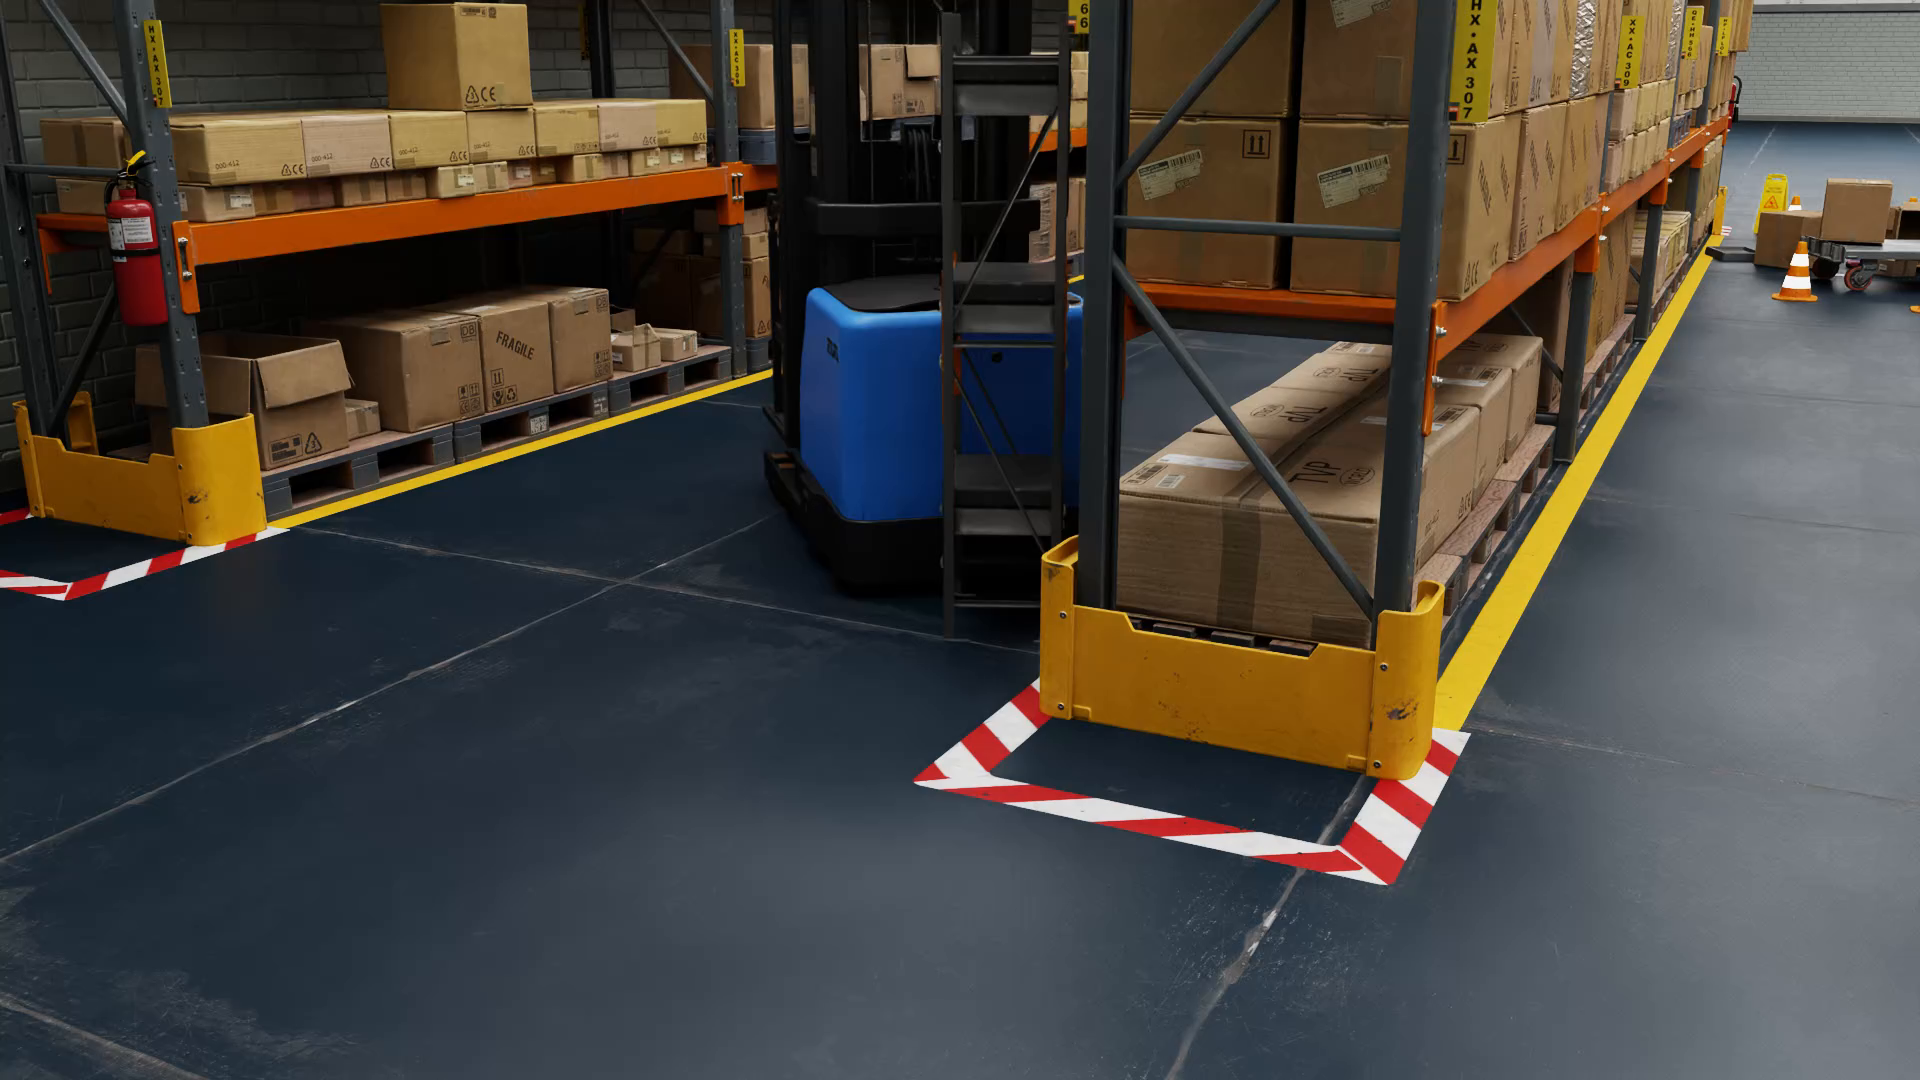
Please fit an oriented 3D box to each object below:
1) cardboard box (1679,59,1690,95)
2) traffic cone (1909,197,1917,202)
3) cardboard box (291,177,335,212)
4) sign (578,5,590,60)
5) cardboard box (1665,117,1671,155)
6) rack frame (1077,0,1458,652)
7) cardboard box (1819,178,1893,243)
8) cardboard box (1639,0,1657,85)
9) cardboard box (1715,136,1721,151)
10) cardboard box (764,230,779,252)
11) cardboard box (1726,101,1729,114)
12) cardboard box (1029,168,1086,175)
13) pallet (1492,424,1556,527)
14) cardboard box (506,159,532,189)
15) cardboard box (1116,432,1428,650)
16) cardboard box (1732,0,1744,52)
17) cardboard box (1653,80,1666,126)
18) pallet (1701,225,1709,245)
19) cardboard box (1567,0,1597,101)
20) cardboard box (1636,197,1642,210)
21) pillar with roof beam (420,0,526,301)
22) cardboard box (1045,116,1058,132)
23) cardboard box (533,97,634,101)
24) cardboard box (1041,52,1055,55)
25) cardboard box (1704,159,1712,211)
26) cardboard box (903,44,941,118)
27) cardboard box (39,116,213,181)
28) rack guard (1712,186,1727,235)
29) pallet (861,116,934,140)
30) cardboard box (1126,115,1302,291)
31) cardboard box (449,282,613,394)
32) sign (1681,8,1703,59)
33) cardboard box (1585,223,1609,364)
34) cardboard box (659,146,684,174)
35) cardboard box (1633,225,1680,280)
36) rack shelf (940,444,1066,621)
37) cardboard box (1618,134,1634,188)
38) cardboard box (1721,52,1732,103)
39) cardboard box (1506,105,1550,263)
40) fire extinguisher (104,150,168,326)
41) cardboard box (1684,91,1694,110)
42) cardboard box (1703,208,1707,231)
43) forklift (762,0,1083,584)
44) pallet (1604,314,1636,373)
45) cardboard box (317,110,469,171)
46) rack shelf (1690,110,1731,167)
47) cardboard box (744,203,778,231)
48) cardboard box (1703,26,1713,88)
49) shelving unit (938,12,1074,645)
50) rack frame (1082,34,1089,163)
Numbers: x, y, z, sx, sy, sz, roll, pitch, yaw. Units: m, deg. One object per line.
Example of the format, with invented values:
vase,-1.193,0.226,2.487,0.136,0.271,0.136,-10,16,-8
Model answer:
cardboard box,5.047,-3.520,12.173,0.500,0.500,0.500,9,19,28
traffic cone,10.094,-3.403,17.669,0.336,0.463,0.334,8,18,25
cardboard box,-3.054,-1.573,7.493,0.380,0.149,0.250,8,18,25
sign,-2.316,-3.146,10.315,0.100,0.325,0.005,8,18,25
cardboard box,4.418,-2.676,11.029,0.500,0.250,0.500,7,18,23
rack frame,0.837,-0.872,4.691,1.000,3.000,0.127,8,18,25
cardboard box,7.805,-2.874,14.494,0.500,0.500,0.500,8,18,25
cardboard box,3.507,-2.754,9.097,0.500,0.500,0.500,8,18,24
cardboard box,7.643,-4.098,17.189,0.380,0.149,0.250,8,19,26
cardboard box,-1.365,-1.973,10.913,0.380,0.149,0.250,8,18,24
cardboard box,7.997,-4.626,17.772,0.380,0.149,0.250,8,18,25
cardboard box,1.180,-3.291,16.269,0.875,0.625,0.625,8,18,25
pallet,2.215,-0.370,7.900,1.003,0.211,1.213,8,18,25
cardboard box,-2.440,-1.897,8.583,0.380,0.149,0.250,8,18,25
cardboard box,1.043,-0.026,5.605,0.875,0.438,0.875,7,18,24
cardboard box,7.086,-4.935,15.916,0.700,0.500,0.500,8,18,24
cardboard box,3.987,-2.658,10.089,0.500,0.250,0.500,8,18,24
pallet,7.558,-3.389,18.063,1.003,0.211,1.213,8,18,25
cardboard box,2.208,-2.004,6.570,0.500,0.500,0.500,8,18,26
cardboard box,6.224,-3.356,15.830,0.500,0.500,0.500,8,18,25
pillar with roof beam,0.916,-4.787,7.336,9.100,9.000,0.400,8,18,25
cardboard box,0.616,-3.678,14.402,0.500,0.250,0.500,8,18,24
cardboard box,-2.280,-2.500,9.915,0.500,0.250,0.500,8,18,25
cardboard box,0.586,-4.080,14.177,0.380,0.149,0.250,9,19,27
cardboard box,6.933,-3.425,16.062,0.500,0.500,0.500,9,19,28
cardboard box,-0.594,-3.352,12.122,0.797,0.503,0.637,8,18,24
cardboard box,-3.637,-1.724,7.302,0.500,0.250,0.500,9,19,27
rack guard,7.953,-3.730,18.704,1.175,0.500,0.348,8,18,25
pallet,-0.895,-2.952,12.033,1.003,0.211,1.213,8,18,25
cardboard box,0.816,-1.076,5.204,0.500,0.500,0.500,8,18,26
cardboard box,-2.366,-1.126,9.201,0.700,0.500,0.500,7,18,23
sign,4.910,-3.395,11.152,0.100,0.325,0.005,8,18,25
cardboard box,3.227,-1.473,9.709,0.875,0.875,0.875,9,19,27
cardboard box,-1.831,-2.218,9.666,0.380,0.149,0.250,9,19,27
cardboard box,5.340,-2.375,13.631,0.950,0.372,0.625,9,19,27
rack shelf,0.159,-0.032,5.939,0.431,0.518,0.480,1,17,3
cardboard box,3.287,-2.029,8.852,0.500,0.250,0.500,8,18,24
cardboard box,7.536,-4.711,16.918,0.500,0.500,0.500,8,18,25
cardboard box,1.753,-1.265,5.840,0.500,0.500,0.500,8,18,25
fire extinguisher,-3.257,-1.190,6.554,0.296,0.674,0.183,8,18,25
cardboard box,5.748,-3.585,13.530,0.380,0.149,0.250,8,18,25
cardboard box,7.168,-3.200,16.623,0.500,0.250,0.500,8,18,25
forklift,-0.302,-1.620,7.330,1.130,2.935,3.031,-4,17,-14
pallet,3.992,-1.382,11.305,1.003,0.211,1.213,8,18,25
cardboard box,-2.713,-1.912,7.936,0.500,0.250,0.500,8,18,24
rack shelf,7.093,-4.093,16.800,1.077,0.370,4.000,8,18,25
cardboard box,-1.346,-2.108,10.843,0.380,0.149,0.250,7,18,23
cardboard box,6.198,-4.173,14.372,0.500,0.500,0.500,8,18,24
shelving unit,0.158,-0.714,5.728,0.431,2.100,0.503,1,17,3
rack frame,1.757,-4.559,17.105,1.000,3.000,0.127,8,18,25
